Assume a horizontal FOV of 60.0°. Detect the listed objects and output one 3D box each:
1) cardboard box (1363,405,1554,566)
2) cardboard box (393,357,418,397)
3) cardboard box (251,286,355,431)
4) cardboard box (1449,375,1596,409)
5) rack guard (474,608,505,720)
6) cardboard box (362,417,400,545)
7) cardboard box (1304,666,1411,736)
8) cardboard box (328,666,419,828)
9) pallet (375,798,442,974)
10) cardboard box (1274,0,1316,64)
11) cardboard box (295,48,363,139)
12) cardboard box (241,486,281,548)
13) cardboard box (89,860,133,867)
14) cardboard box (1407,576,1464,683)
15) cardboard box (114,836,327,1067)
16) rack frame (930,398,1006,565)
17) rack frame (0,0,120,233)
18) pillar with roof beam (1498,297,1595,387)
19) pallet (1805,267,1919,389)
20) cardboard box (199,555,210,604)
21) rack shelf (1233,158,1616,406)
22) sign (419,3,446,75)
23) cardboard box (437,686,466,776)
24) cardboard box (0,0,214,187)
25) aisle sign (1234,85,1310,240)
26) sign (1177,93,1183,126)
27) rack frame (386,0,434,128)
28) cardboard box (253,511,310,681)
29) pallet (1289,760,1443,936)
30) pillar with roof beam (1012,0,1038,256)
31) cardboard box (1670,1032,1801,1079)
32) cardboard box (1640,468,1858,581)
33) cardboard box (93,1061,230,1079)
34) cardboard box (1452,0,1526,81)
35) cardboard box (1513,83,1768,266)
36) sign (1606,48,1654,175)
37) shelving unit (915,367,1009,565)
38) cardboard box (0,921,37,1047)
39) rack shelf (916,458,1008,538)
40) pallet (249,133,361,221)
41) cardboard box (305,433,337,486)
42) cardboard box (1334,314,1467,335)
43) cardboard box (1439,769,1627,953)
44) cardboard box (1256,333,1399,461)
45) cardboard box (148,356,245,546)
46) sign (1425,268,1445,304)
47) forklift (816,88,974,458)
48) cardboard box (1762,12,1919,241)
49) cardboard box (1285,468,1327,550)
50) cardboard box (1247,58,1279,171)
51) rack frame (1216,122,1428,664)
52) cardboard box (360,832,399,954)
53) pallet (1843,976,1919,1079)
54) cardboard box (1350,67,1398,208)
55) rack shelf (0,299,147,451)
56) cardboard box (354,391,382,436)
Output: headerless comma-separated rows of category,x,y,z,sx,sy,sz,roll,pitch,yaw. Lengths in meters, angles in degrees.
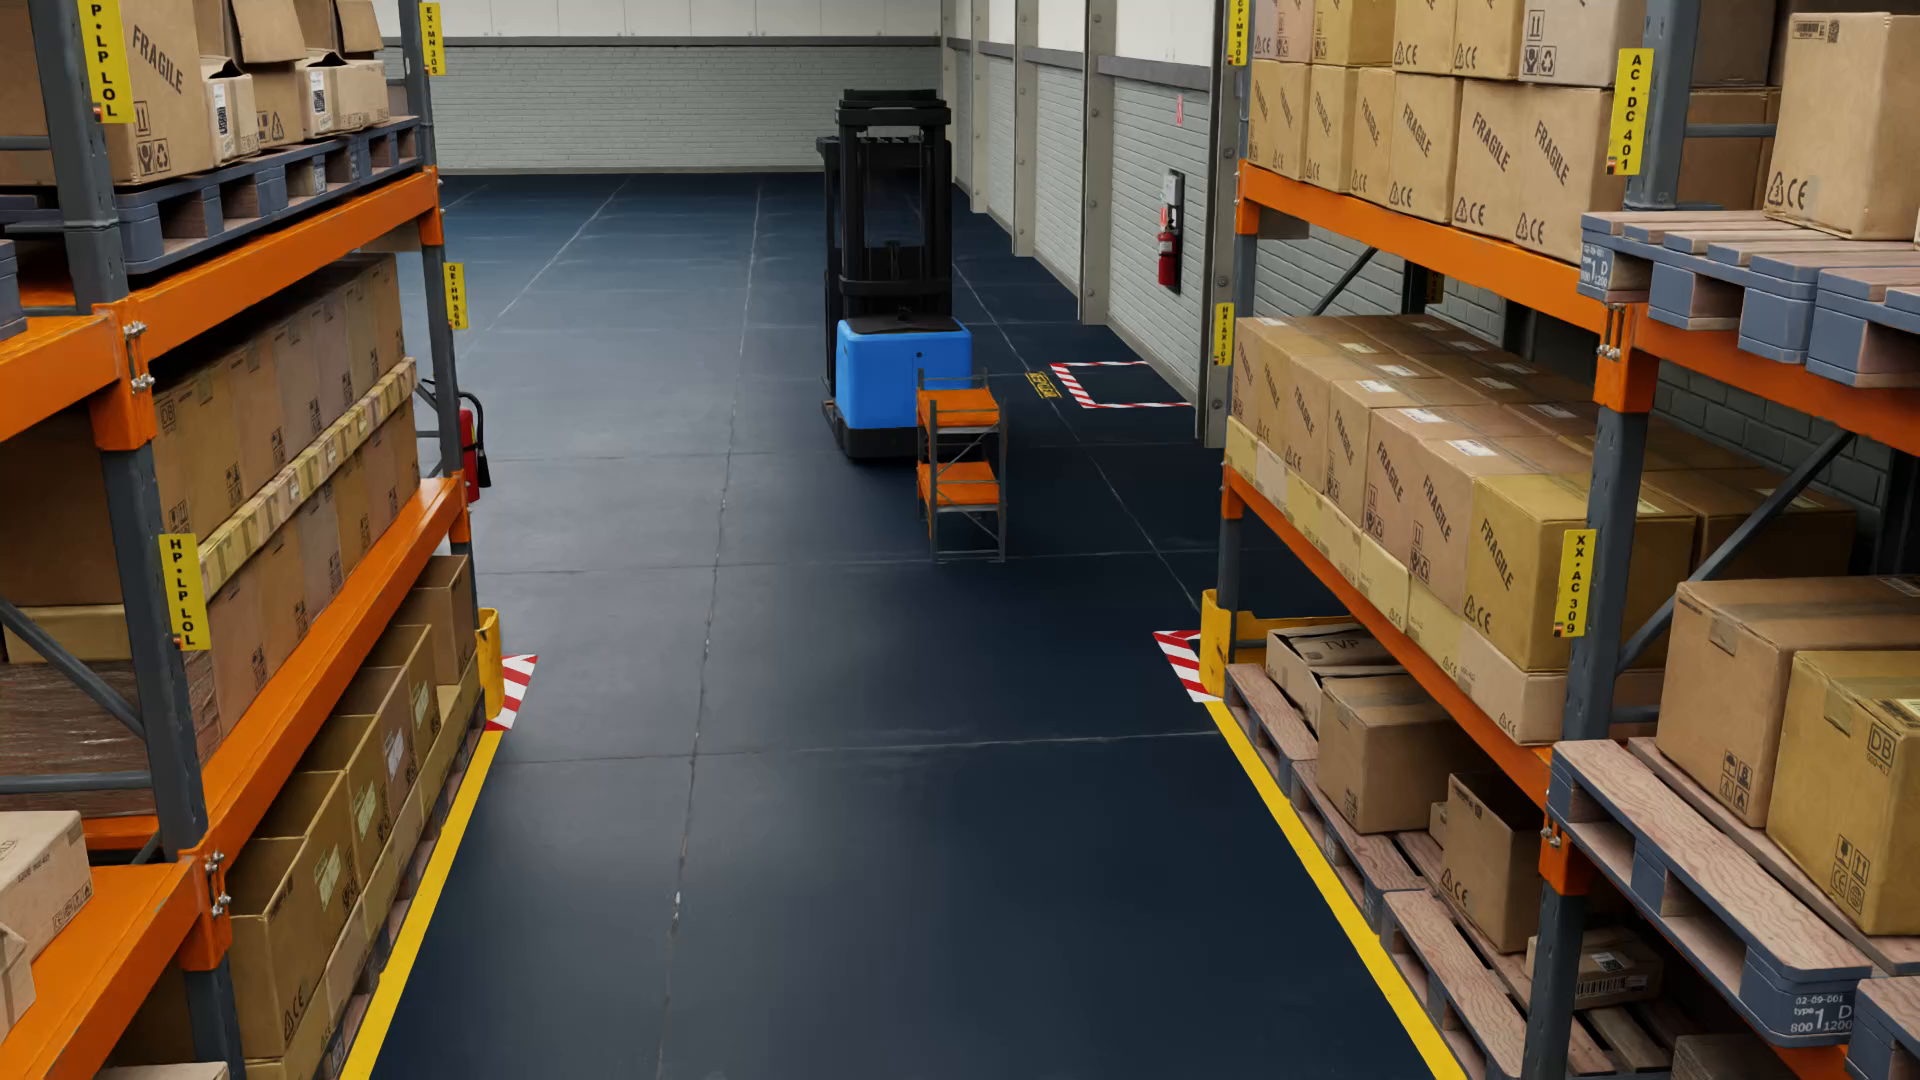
cardboard box,1.869,-0.206,6.289,0.500,0.500,0.500,-2,18,-7
cardboard box,-2.786,-0.767,7.861,0.380,0.149,0.250,-2,18,-7
cardboard box,-2.862,-0.722,6.636,0.700,0.500,0.500,-2,18,-5
cardboard box,2.323,-0.379,6.842,0.500,0.500,0.500,-2,17,-5
rack guard,-3.018,0.668,8.714,1.175,0.500,0.348,-2,18,-6
cardboard box,-2.921,-0.269,7.360,0.700,0.500,0.500,-1,17,-4
cardboard box,1.952,0.780,7.938,0.500,0.311,0.500,0,17,-1
cardboard box,-2.496,0.833,6.652,0.500,0.500,0.500,-2,18,-6
pallet,-2.772,1.402,6.858,1.003,0.211,1.213,-2,18,-6
cardboard box,1.711,-2.364,7.321,0.500,0.500,0.500,-2,18,-6
cardboard box,-2.577,-1.672,6.203,0.500,0.311,0.500,0,17,1
cardboard box,-2.544,-0.073,5.652,0.380,0.149,0.250,-2,18,-7
cardboard box,-2.908,1.147,5.652,0.500,0.500,0.500,-2,18,-6
cardboard box,1.931,0.302,5.925,0.500,0.250,0.500,-2,18,-5
cardboard box,-2.339,1.280,5.229,0.500,0.500,0.500,-2,18,-6
rack frame,0.053,-0.383,11.020,0.500,1.125,0.032,-2,18,-6
rack frame,-2.603,-2.188,3.622,1.000,3.000,0.127,-2,18,-6
pillar with roof beam,-1.438,-3.219,6.907,9.100,9.000,0.400,-2,18,-6
pallet,2.392,-0.325,3.011,1.213,0.211,1.003,-2,18,-6
cardboard box,-2.464,0.156,4.921,0.380,0.149,0.250,-2,17,-5
rack shelf,2.118,-1.163,6.569,1.077,0.370,4.000,-2,18,-6
sign,-2.474,-2.346,7.787,0.100,0.325,0.005,-2,18,-6
cardboard box,-2.603,0.893,7.713,0.500,0.250,0.500,-2,18,-6
cardboard box,-2.392,-1.230,4.477,0.500,0.500,0.500,0,17,-1
aisle sign,1.606,-1.924,8.457,0.394,0.787,0.004,-2,18,-6
sign,2.107,-4.126,15.942,0.001,0.298,0.199,-2,18,-6
rack frame,-3.015,-3.380,7.418,1.000,3.000,0.127,-2,18,-6
cardboard box,-2.763,0.188,5.903,0.700,0.500,0.500,-2,17,-5
pallet,2.091,1.287,7.224,1.003,0.211,1.213,-2,18,-6
pillar with roof beam,-3.294,-8.582,23.989,9.100,9.000,0.400,-2,18,-6
cardboard box,2.417,1.722,4.624,0.700,0.500,0.500,-1,17,-4
cardboard box,2.483,0.078,5.386,0.500,0.500,0.500,-2,18,-7
cardboard box,-2.276,1.630,4.430,0.500,0.311,0.500,-2,18,-6
cardboard box,1.935,-1.750,5.366,0.500,0.500,0.500,-1,17,-3
cardboard box,2.026,-1.112,5.002,0.500,0.500,0.500,-1,17,-4
sign,1.785,-1.138,4.425,0.100,0.325,0.005,-2,18,-6
shelving unit,0.001,-0.535,11.502,0.538,1.125,1.048,-2,18,-6
cardboard box,-2.329,0.995,3.725,0.396,0.266,0.258,-2,18,-7
rack shelf,0.001,-0.301,11.575,0.538,0.278,1.000,-2,18,-6
pallet,-2.839,-1.330,6.047,1.003,0.211,1.213,-2,18,-6
cardboard box,-2.624,-0.304,6.389,0.380,0.149,0.250,-2,18,-6
cardboard box,2.172,-0.833,8.289,0.500,0.500,0.500,-2,18,-6
cardboard box,2.177,1.195,6.302,0.500,0.500,0.500,-3,18,-10
cardboard box,1.703,-0.668,7.763,0.500,0.500,0.500,-2,18,-5
cardboard box,-2.708,-0.275,5.212,0.700,0.500,0.500,-2,18,-6
sign,2.466,-1.386,8.623,0.100,0.325,0.005,-2,18,-6
forklift,-0.658,-2.468,14.644,1.130,2.935,3.031,-3,18,-10
cardboard box,2.301,-0.994,3.958,0.500,0.500,0.500,1,17,2
cardboard box,1.760,-0.148,7.358,0.500,0.250,0.500,-2,18,-7
cardboard box,1.697,-2.052,7.999,0.500,0.500,0.500,-1,17,-4
rack frame,1.912,-0.671,8.808,1.000,3.000,0.127,-2,18,-6
cardboard box,-2.442,1.340,6.290,0.500,0.250,0.500,-2,18,-6
pallet,2.492,1.215,3.119,1.003,0.211,1.213,-2,18,-6
cardboard box,1.851,-1.578,6.487,0.500,0.500,0.500,-1,17,-2
rack shelf,-2.396,0.182,2.282,1.077,0.370,4.000,-2,18,-6
cardboard box,-2.708,-0.537,7.131,0.380,0.149,0.250,-2,17,-5
